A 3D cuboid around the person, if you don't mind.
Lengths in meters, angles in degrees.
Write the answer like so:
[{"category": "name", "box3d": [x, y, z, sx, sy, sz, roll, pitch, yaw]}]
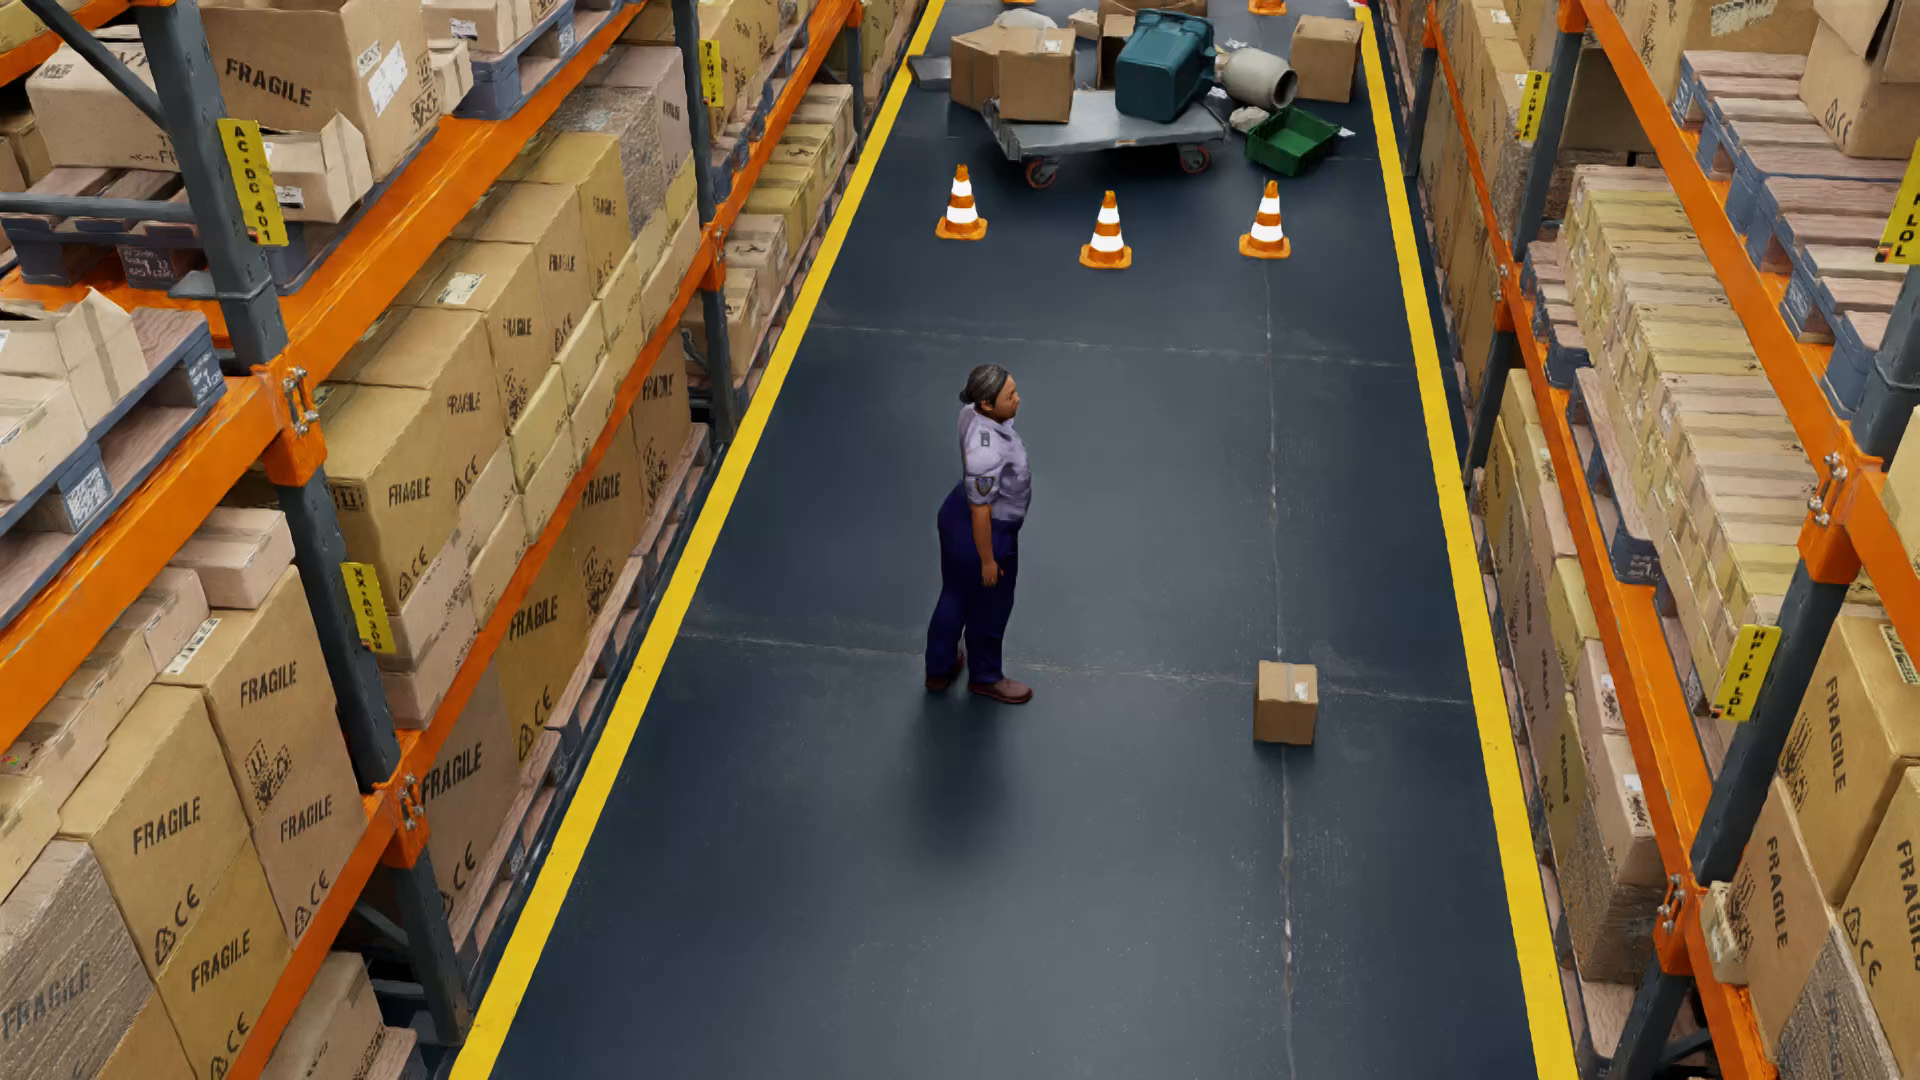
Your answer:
[{"category": "person", "box3d": [0.064, -0.021, 7.073, 0.467, 1.654, 0.480, -8, 37, -11]}]
